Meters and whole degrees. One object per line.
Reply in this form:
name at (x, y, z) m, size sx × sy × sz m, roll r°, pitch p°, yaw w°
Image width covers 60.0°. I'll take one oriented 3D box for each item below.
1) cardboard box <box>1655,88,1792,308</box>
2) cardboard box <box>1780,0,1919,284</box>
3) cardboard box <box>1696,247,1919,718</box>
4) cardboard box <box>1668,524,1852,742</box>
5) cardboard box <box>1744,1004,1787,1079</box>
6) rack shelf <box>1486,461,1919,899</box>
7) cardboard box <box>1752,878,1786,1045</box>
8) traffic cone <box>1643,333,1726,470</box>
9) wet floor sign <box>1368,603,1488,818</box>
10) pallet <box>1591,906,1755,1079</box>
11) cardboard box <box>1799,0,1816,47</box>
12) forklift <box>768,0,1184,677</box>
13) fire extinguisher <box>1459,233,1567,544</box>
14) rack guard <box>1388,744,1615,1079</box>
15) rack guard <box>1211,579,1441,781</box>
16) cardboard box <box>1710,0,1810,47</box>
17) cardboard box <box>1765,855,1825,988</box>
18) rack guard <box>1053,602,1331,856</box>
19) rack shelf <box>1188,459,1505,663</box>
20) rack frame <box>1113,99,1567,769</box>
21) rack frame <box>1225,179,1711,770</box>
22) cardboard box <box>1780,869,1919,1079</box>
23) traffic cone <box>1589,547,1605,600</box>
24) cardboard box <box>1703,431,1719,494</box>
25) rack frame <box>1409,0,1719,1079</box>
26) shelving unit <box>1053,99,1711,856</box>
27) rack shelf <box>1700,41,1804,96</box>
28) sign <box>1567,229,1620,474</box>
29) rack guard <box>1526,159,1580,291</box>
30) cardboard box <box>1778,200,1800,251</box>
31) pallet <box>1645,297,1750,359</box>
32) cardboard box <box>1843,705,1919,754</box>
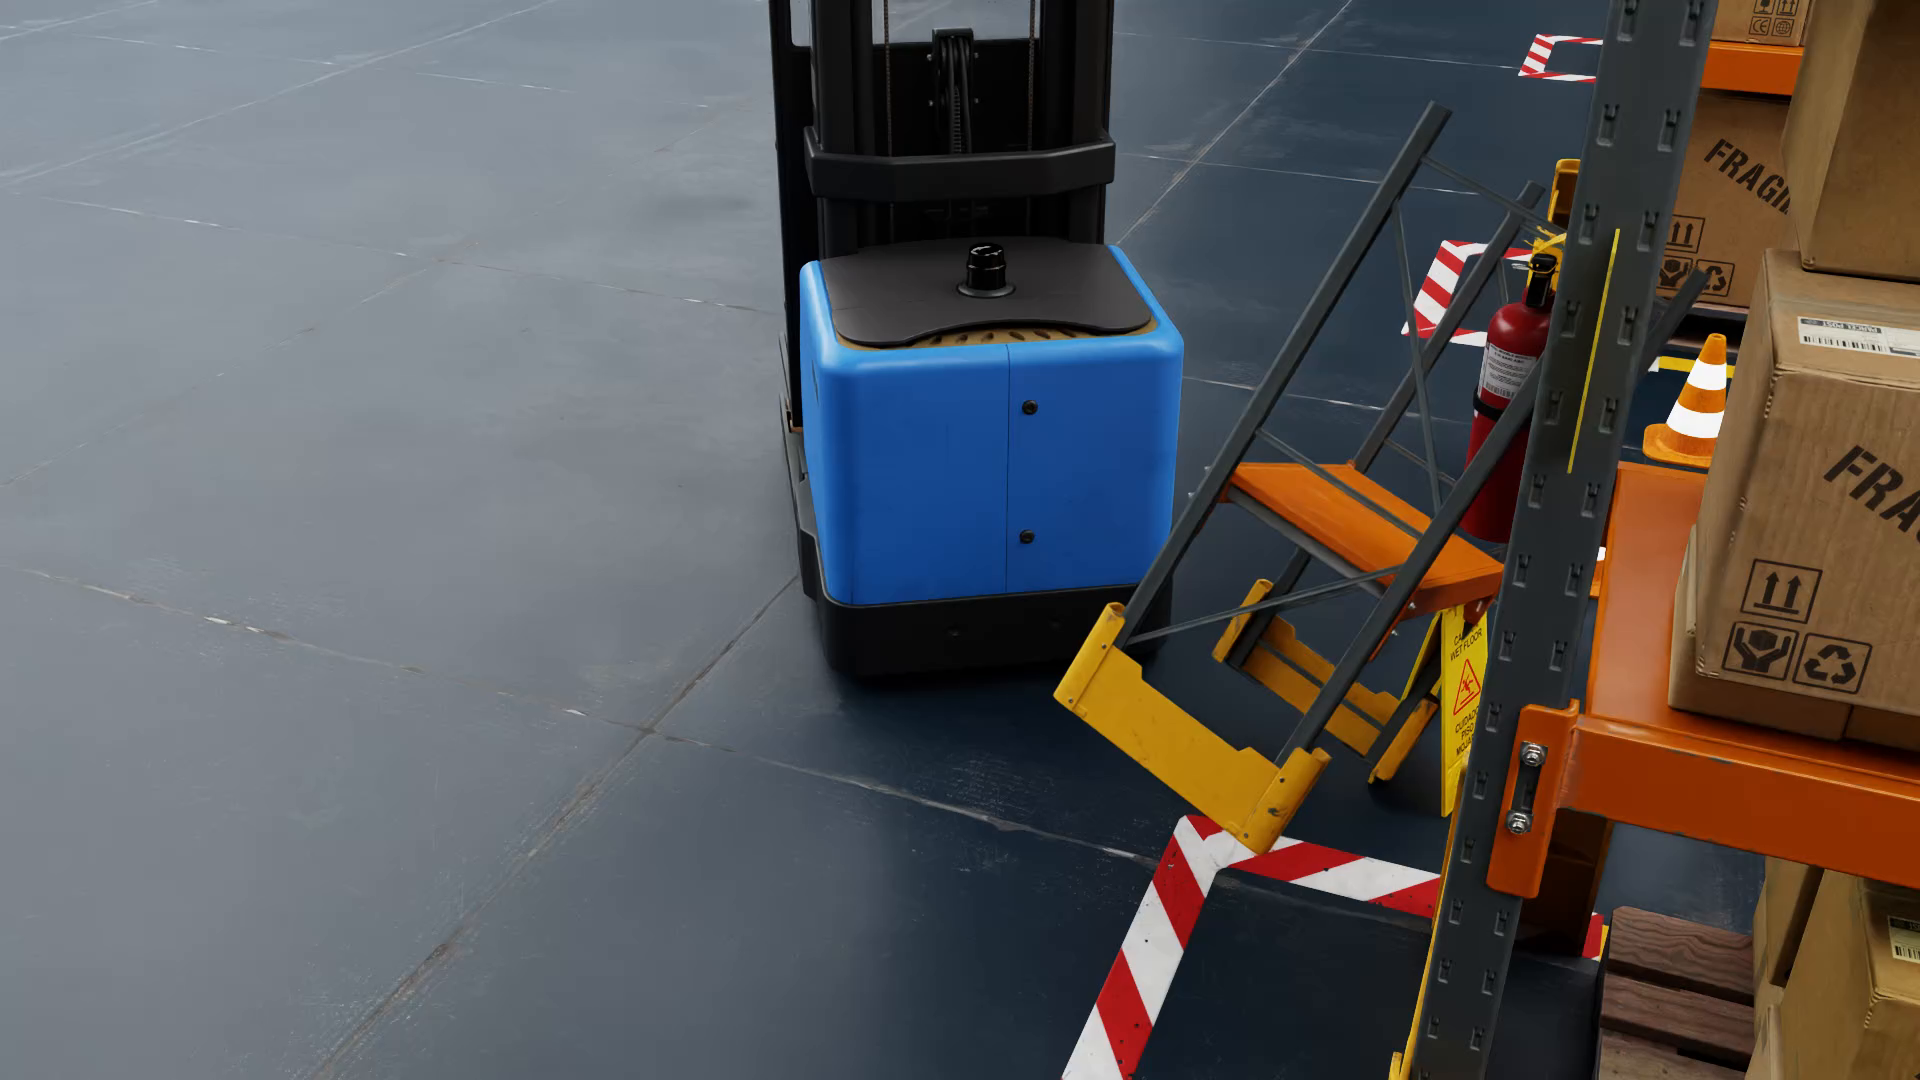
cardboard box at (3.490, -1.564, 7.202) m, size 0.875 × 0.875 × 0.875 m, roll 11°, pitch 31°, yaw 19°
cardboard box at (1.625, -0.739, 2.590) m, size 0.500 × 0.500 × 0.700 m, roll 11°, pitch 31°, yaw 18°
cardboard box at (1.404, -0.085, 2.448) m, size 0.500 × 0.500 × 0.500 m, roll 11°, pitch 31°, yaw 18°
cardboard box at (1.307, 0.141, 2.708) m, size 0.250 × 0.149 × 0.380 m, roll 11°, pitch 31°, yaw 19°
cardboard box at (1.713, 1.163, 3.011) m, size 0.500 × 0.250 × 0.500 m, roll 11°, pitch 31°, yaw 19°
rack shelf at (2.923, 0.557, 2.447) m, size 4.000 × 0.370 × 1.077 m, roll 11°, pitch 31°, yaw 19°
cardboard box at (1.942, 0.919, 3.443) m, size 0.500 × 0.250 × 0.500 m, roll 11°, pitch 31°, yaw 19°
traffic cone at (2.795, -0.552, 6.256) m, size 0.334 × 0.463 × 0.336 m, roll 11°, pitch 31°, yaw 19°
wet floor sign at (1.296, 0.376, 4.429) m, size 0.232 × 0.644 × 0.267 m, roll 24°, pitch 37°, yaw 36°
pallet at (1.880, 1.268, 3.292) m, size 1.213 × 0.211 × 1.003 m, roll 11°, pitch 31°, yaw 19°
cardboard box at (3.716, -2.327, 6.667) m, size 0.550 × 0.550 × 0.875 m, roll 11°, pitch 31°, yaw 19°
forklift at (-0.094, -1.579, 5.564) m, size 1.130 × 2.935 × 3.031 m, roll -4°, pitch 30°, yaw -8°
fire extinguisher at (1.137, -0.324, 3.353) m, size 0.183 × 0.674 × 0.296 m, roll 11°, pitch 31°, yaw 19°
rack guard at (1.140, 0.976, 3.515) m, size 0.348 × 0.500 × 1.175 m, roll 11°, pitch 31°, yaw 19°
rack guard at (0.987, 0.374, 4.514) m, size 0.587 × 0.250 × 0.087 m, roll 37°, pitch 19°, yaw 23°
cardboard box at (3.198, -2.419, 6.829) m, size 0.550 × 0.550 × 0.875 m, roll 11°, pitch 31°, yaw 19°
cardboard box at (1.910, 0.591, 3.262) m, size 0.500 × 0.500 × 0.500 m, roll 11°, pitch 31°, yaw 19°
rack guard at (0.499, 0.406, 3.646) m, size 0.587 × 0.250 × 0.087 m, roll 37°, pitch 19°, yaw 23°
rack shelf at (0.946, 0.019, 3.941) m, size 0.538 × 0.185 × 1.000 m, roll 37°, pitch 19°, yaw 23°
rack frame at (0.781, -0.115, 3.446) m, size 0.500 × 1.500 × 0.032 m, roll 37°, pitch 19°, yaw 23°
rack frame at (1.279, -0.148, 4.331) m, size 0.500 × 1.500 × 0.032 m, roll 37°, pitch 19°, yaw 23°
cardboard box at (1.735, 0.841, 2.819) m, size 0.500 × 0.500 × 0.500 m, roll 10°, pitch 31°, yaw 17°
traffic cone at (2.055, -0.099, 5.455) m, size 0.334 × 0.463 × 0.336 m, roll 11°, pitch 31°, yaw 19°
cardboard box at (1.497, -0.045, 3.037) m, size 0.250 × 0.149 × 0.380 m, roll 12°, pitch 32°, yaw 21°
rack frame at (1.070, -0.126, 2.925) m, size 0.127 × 3.000 × 1.000 m, roll 11°, pitch 31°, yaw 19°
shelving unit at (1.034, -0.131, 3.897) m, size 0.587 × 1.500 × 1.083 m, roll 37°, pitch 19°, yaw 23°
rack shelf at (4.690, -1.719, 6.473) m, size 4.000 × 0.370 × 1.077 m, roll 11°, pitch 31°, yaw 19°
sign at (0.866, -0.256, 2.274) m, size 0.005 × 0.325 × 0.100 m, roll 11°, pitch 31°, yaw 19°
rack guard at (2.815, -1.318, 7.574) m, size 0.348 × 0.500 × 1.175 m, roll 11°, pitch 31°, yaw 19°
cardboard box at (1.676, -0.324, 2.871) m, size 0.500 × 0.500 × 0.500 m, roll 11°, pitch 31°, yaw 18°
pallet at (3.607, -1.076, 7.438) m, size 1.213 × 0.211 × 1.003 m, roll 11°, pitch 31°, yaw 19°
cardboard box at (1.546, 0.181, 2.637) m, size 0.250 × 0.149 × 0.380 m, roll 12°, pitch 32°, yaw 20°
